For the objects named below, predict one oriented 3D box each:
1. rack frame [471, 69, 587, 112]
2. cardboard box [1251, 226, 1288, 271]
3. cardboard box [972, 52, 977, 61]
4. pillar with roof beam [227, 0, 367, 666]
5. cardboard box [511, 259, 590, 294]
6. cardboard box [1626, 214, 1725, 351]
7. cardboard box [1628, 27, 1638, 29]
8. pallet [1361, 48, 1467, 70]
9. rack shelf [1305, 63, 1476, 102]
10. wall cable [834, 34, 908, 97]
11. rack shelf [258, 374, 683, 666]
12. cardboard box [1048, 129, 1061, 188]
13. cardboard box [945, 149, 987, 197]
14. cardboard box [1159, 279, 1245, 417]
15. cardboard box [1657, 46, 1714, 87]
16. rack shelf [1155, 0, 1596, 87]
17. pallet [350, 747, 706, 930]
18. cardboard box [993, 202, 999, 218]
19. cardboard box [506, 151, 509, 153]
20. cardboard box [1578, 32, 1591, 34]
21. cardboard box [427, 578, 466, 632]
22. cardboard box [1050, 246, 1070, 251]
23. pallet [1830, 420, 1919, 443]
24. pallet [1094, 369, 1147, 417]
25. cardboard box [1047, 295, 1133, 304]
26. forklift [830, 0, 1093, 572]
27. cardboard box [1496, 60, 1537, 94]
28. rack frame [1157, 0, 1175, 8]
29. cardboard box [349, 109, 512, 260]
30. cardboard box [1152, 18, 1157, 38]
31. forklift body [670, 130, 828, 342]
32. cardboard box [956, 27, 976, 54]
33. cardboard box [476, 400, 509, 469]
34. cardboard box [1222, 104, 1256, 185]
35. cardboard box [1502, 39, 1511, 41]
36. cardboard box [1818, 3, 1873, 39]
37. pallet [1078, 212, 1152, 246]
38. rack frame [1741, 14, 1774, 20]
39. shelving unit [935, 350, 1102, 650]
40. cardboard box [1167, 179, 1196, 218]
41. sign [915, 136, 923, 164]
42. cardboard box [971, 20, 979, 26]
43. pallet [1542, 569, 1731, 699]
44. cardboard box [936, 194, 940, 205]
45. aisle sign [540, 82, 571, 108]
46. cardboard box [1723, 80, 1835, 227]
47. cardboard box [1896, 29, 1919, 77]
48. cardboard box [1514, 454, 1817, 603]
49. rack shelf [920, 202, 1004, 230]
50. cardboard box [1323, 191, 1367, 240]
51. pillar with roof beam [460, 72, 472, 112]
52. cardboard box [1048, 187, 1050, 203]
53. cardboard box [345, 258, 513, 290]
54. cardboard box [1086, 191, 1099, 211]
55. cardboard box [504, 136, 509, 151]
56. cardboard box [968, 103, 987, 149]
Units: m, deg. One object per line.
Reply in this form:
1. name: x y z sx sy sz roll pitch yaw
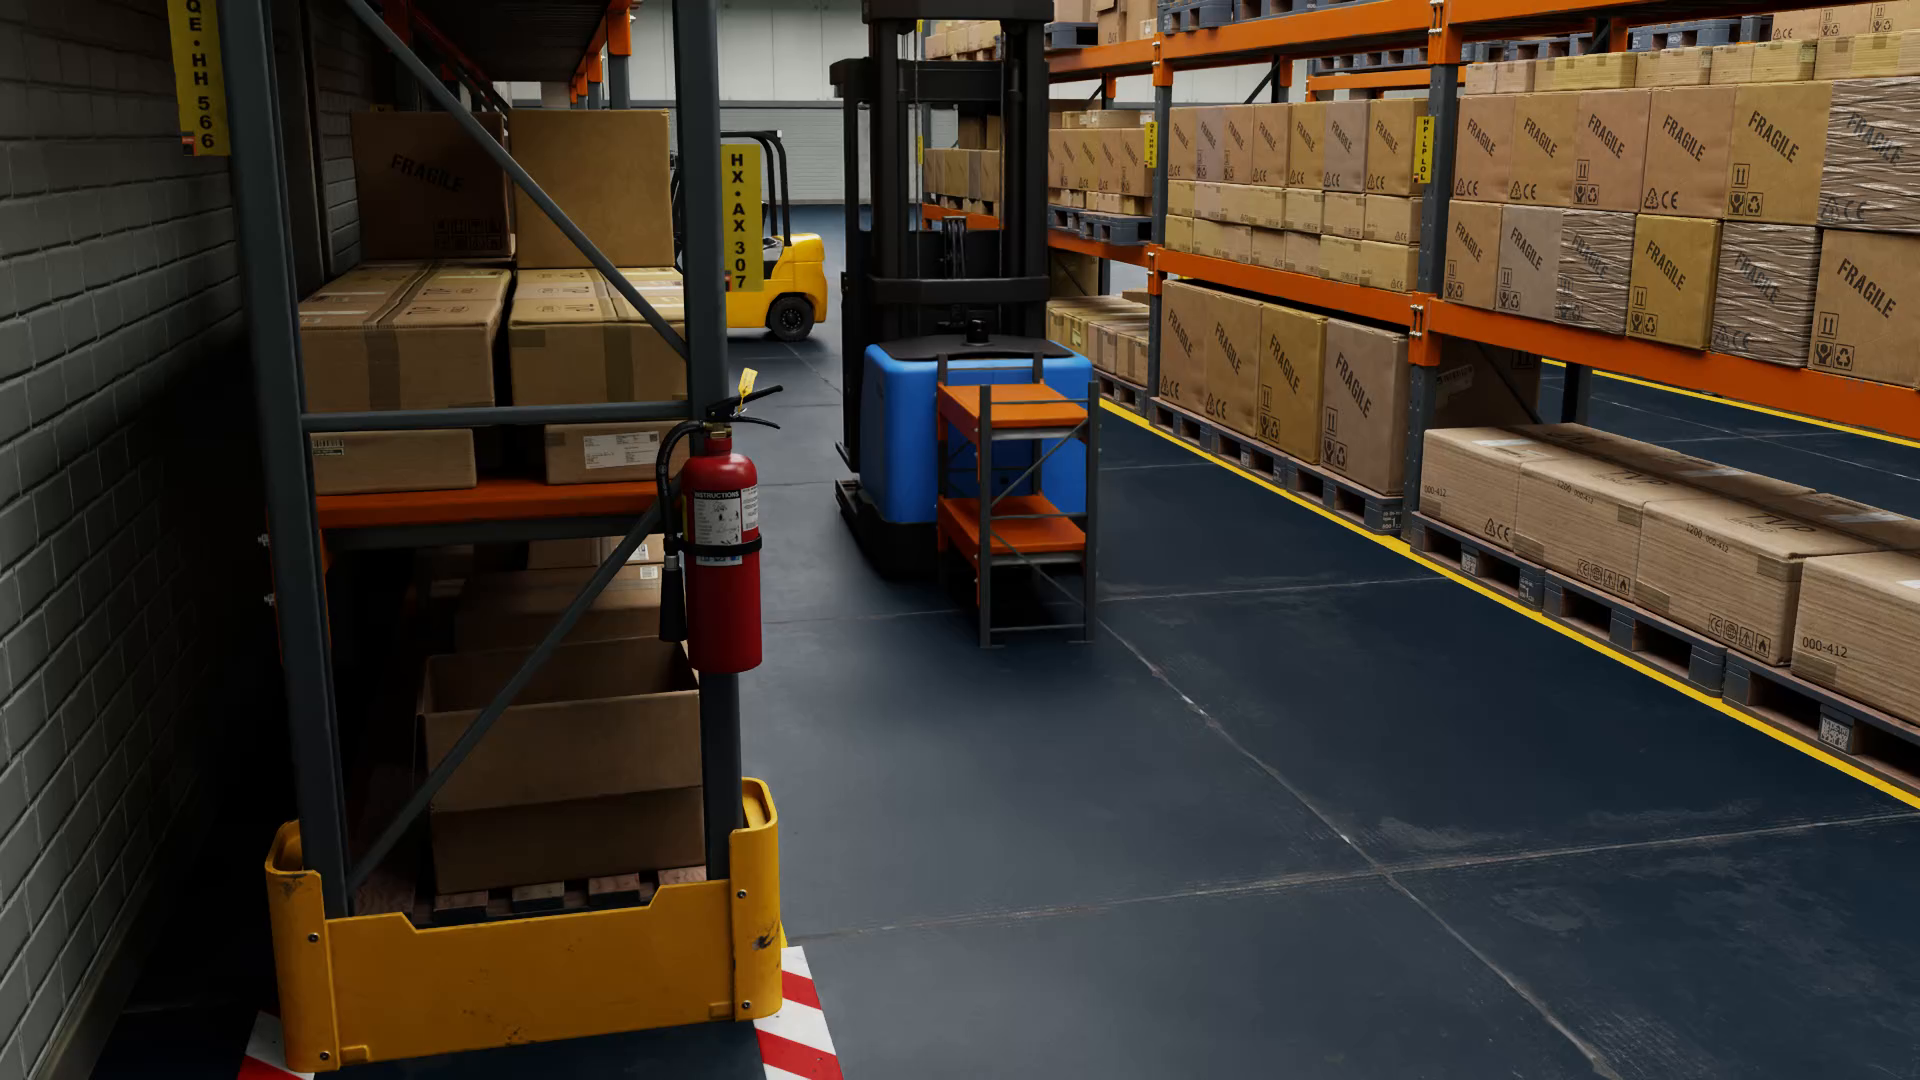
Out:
1. rack frame: -3.840 -3.039 15.046 1.000 3.000 0.127 -3 14 -13
2. cardboard box: 2.168 -1.841 10.460 0.500 0.250 0.500 -3 14 -13
3. cardboard box: 0.343 -5.069 17.565 0.380 0.149 0.250 -3 14 -14
4. pillar with roof beam: 1.510 -4.137 6.899 9.100 9.000 0.400 -3 14 -13
5. cardboard box: -1.248 -0.812 5.619 0.500 0.250 0.500 -4 14 -15
6. cardboard box: 3.064 -1.046 6.679 0.500 0.500 0.500 -3 14 -12
7. cardboard box: 6.005 -4.817 15.189 0.396 0.266 0.258 -3 14 -13
8. pallet: 5.306 -5.500 18.986 1.003 0.211 1.213 -3 14 -13
9. rack shelf: 5.302 -5.185 19.024 1.077 0.370 4.000 -3 14 -13
10. wall cable: -2.713 -16.517 50.406 2.305 6.003 0.169 -3 14 -13
11. rack shelf: -1.492 -0.383 5.689 1.077 0.370 4.000 -3 14 -13
12. cardboard box: 1.036 -3.359 14.634 0.500 0.500 0.500 -3 14 -14
13. cardboard box: 0.131 -4.071 18.432 0.500 0.500 0.500 -4 14 -14
14. cardboard box: 2.004 -1.402 11.936 0.875 0.875 0.875 -3 14 -14
15. cardboard box: 3.024 -1.881 6.620 0.380 0.149 0.250 -3 14 -13
16. rack shelf: 2.393 -3.040 10.246 1.077 0.370 4.000 -3 14 -13
17. pallet: -1.228 0.883 4.870 1.003 0.211 1.213 -3 14 -13
18. cardboard box: 0.547 -3.309 16.679 0.380 0.149 0.250 -3 14 -12
19. cardboard box: -2.932 -2.241 10.685 0.500 0.500 0.500 -3 14 -11
20. cardboard box: 6.275 -4.980 15.891 0.500 0.250 0.500 -3 14 -14
21. cardboard box: -1.934 0.253 6.693 0.380 0.149 0.250 -3 14 -14
22. cardboard box: 1.136 -3.048 17.043 0.380 0.149 0.250 -3 14 -12
23. pallet: 7.176 -0.877 12.072 1.003 0.211 1.213 -3 14 -13
24. pallet: 1.741 -1.219 13.474 1.003 0.211 1.213 -3 14 -13
25. cardboard box: 1.109 -2.123 15.949 0.950 0.372 0.625 -3 14 -12
26. forklift: -0.116 -1.573 9.191 1.130 2.935 3.031 -3 14 -10
27. cardboard box: 2.760 -2.175 7.825 0.380 0.149 0.250 -3 14 -12
28. rack frame: 1.923 -5.308 11.693 1.000 3.000 0.127 -3 14 -13
29. cardboard box: -1.870 -1.271 5.918 0.500 0.500 0.500 -4 14 -15
30. cardboard box: 1.645 -3.790 12.328 0.380 0.149 0.250 -3 14 -13
31. forklift body: -2.561 -3.214 17.549 2.313 2.155 1.214 -3 14 -13
32. cardboard box: 0.259 -5.283 17.602 0.500 0.250 0.500 -3 14 -12
33. cardboard box: -1.361 -0.272 4.250 0.380 0.149 0.250 -3 14 -12
34. cardboard box: 2.034 -2.567 10.794 0.500 0.500 0.500 -3 14 -12
35. cardboard box: 5.954 -5.366 17.684 0.380 0.149 0.250 -3 14 -13
36. cardboard box: 6.711 -3.937 12.191 0.500 0.500 0.500 -3 14 -13
37. pallet: 1.652 -2.459 13.076 1.213 0.211 1.003 -3 14 -13
38. rack frame: 6.711 -5.607 12.917 1.000 3.000 0.127 -3 14 -13
39. shelving unit: 0.236 -0.216 7.439 0.538 1.125 1.048 -3 14 -10
40. cardboard box: 1.802 -2.433 11.828 0.500 0.250 0.500 -3 14 -14
41. sign: -0.483 -4.630 19.732 0.100 0.325 0.005 -3 14 -13
42. cardboard box: 0.327 -5.395 17.220 0.380 0.149 0.250 -3 14 -13
43. pallet: 3.255 0.345 7.068 1.003 0.211 1.213 -3 14 -13
44. cardboard box: -0.077 -4.027 19.621 0.380 0.149 0.250 -3 14 -13
45. aisle sign: -4.510 -5.256 18.643 0.394 0.787 0.004 -3 14 -13
46. cardboard box: 3.193 -1.414 6.075 0.500 0.500 0.500 -3 14 -13
47. cardboard box: 3.298 -1.581 5.395 0.380 0.149 0.250 -3 14 -14
48. cardboard box: 3.116 -0.073 7.419 0.875 0.438 0.875 -4 14 -15
49. rack shelf: 0.514 -3.428 18.156 1.077 0.370 4.000 -3 14 -13
50. cardboard box: 2.398 -1.844 9.417 0.500 0.250 0.500 -3 14 -12
51. pillar with roof beam: -2.717 -8.289 23.895 9.100 9.000 0.400 -3 14 -13
52. cardboard box: 0.997 -3.134 15.080 0.380 0.149 0.250 -2 14 -10
53. cardboard box: -1.742 -0.788 5.521 0.500 0.250 0.500 -3 14 -13
54. cardboard box: 1.252 -2.773 13.601 0.380 0.149 0.250 -3 14 -12
55. cardboard box: -4.209 -3.604 15.154 0.380 0.149 0.250 -3 14 -13
56. cardboard box: 0.488 -4.695 18.881 0.700 0.500 0.500 -3 14 -13
